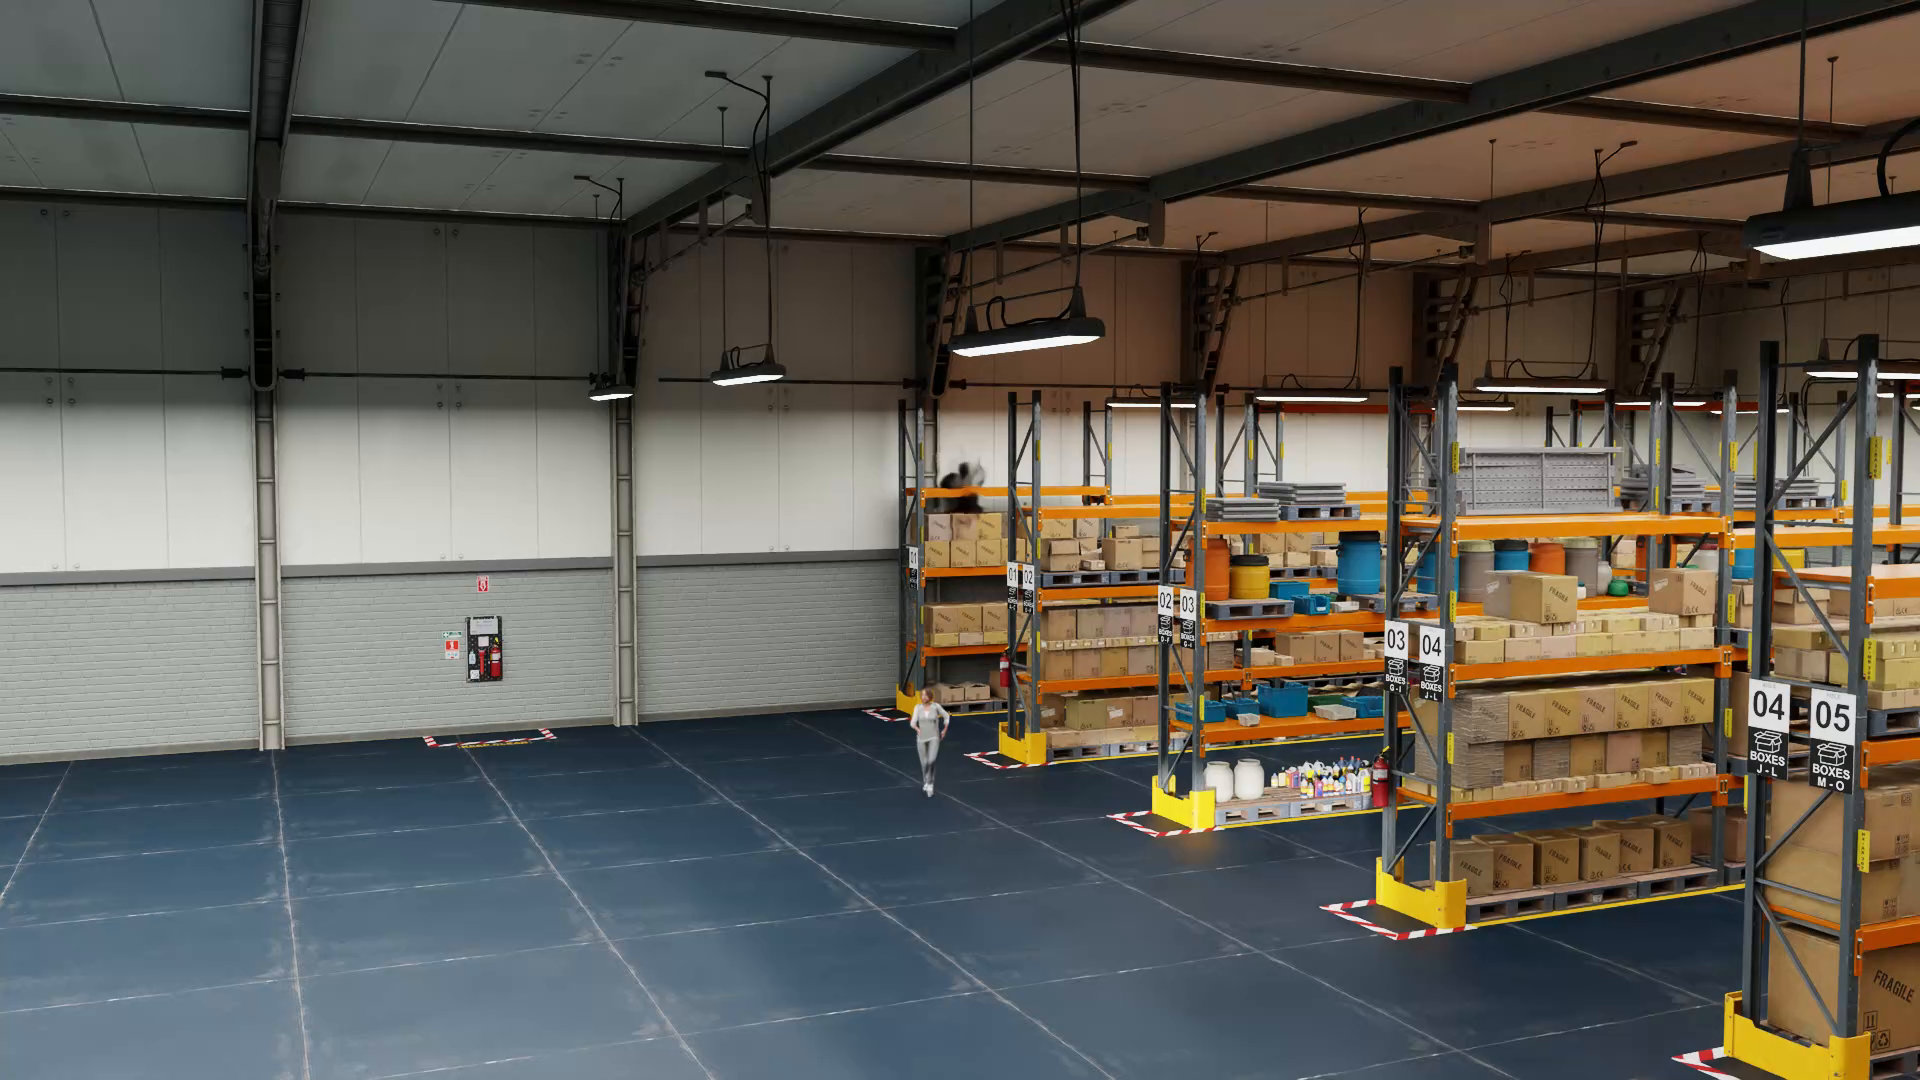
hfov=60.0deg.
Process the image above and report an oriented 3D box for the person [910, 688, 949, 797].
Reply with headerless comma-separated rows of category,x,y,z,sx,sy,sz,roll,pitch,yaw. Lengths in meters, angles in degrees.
person,-0.457,2.959,24.349,0.548,1.576,0.661,1,3,10
